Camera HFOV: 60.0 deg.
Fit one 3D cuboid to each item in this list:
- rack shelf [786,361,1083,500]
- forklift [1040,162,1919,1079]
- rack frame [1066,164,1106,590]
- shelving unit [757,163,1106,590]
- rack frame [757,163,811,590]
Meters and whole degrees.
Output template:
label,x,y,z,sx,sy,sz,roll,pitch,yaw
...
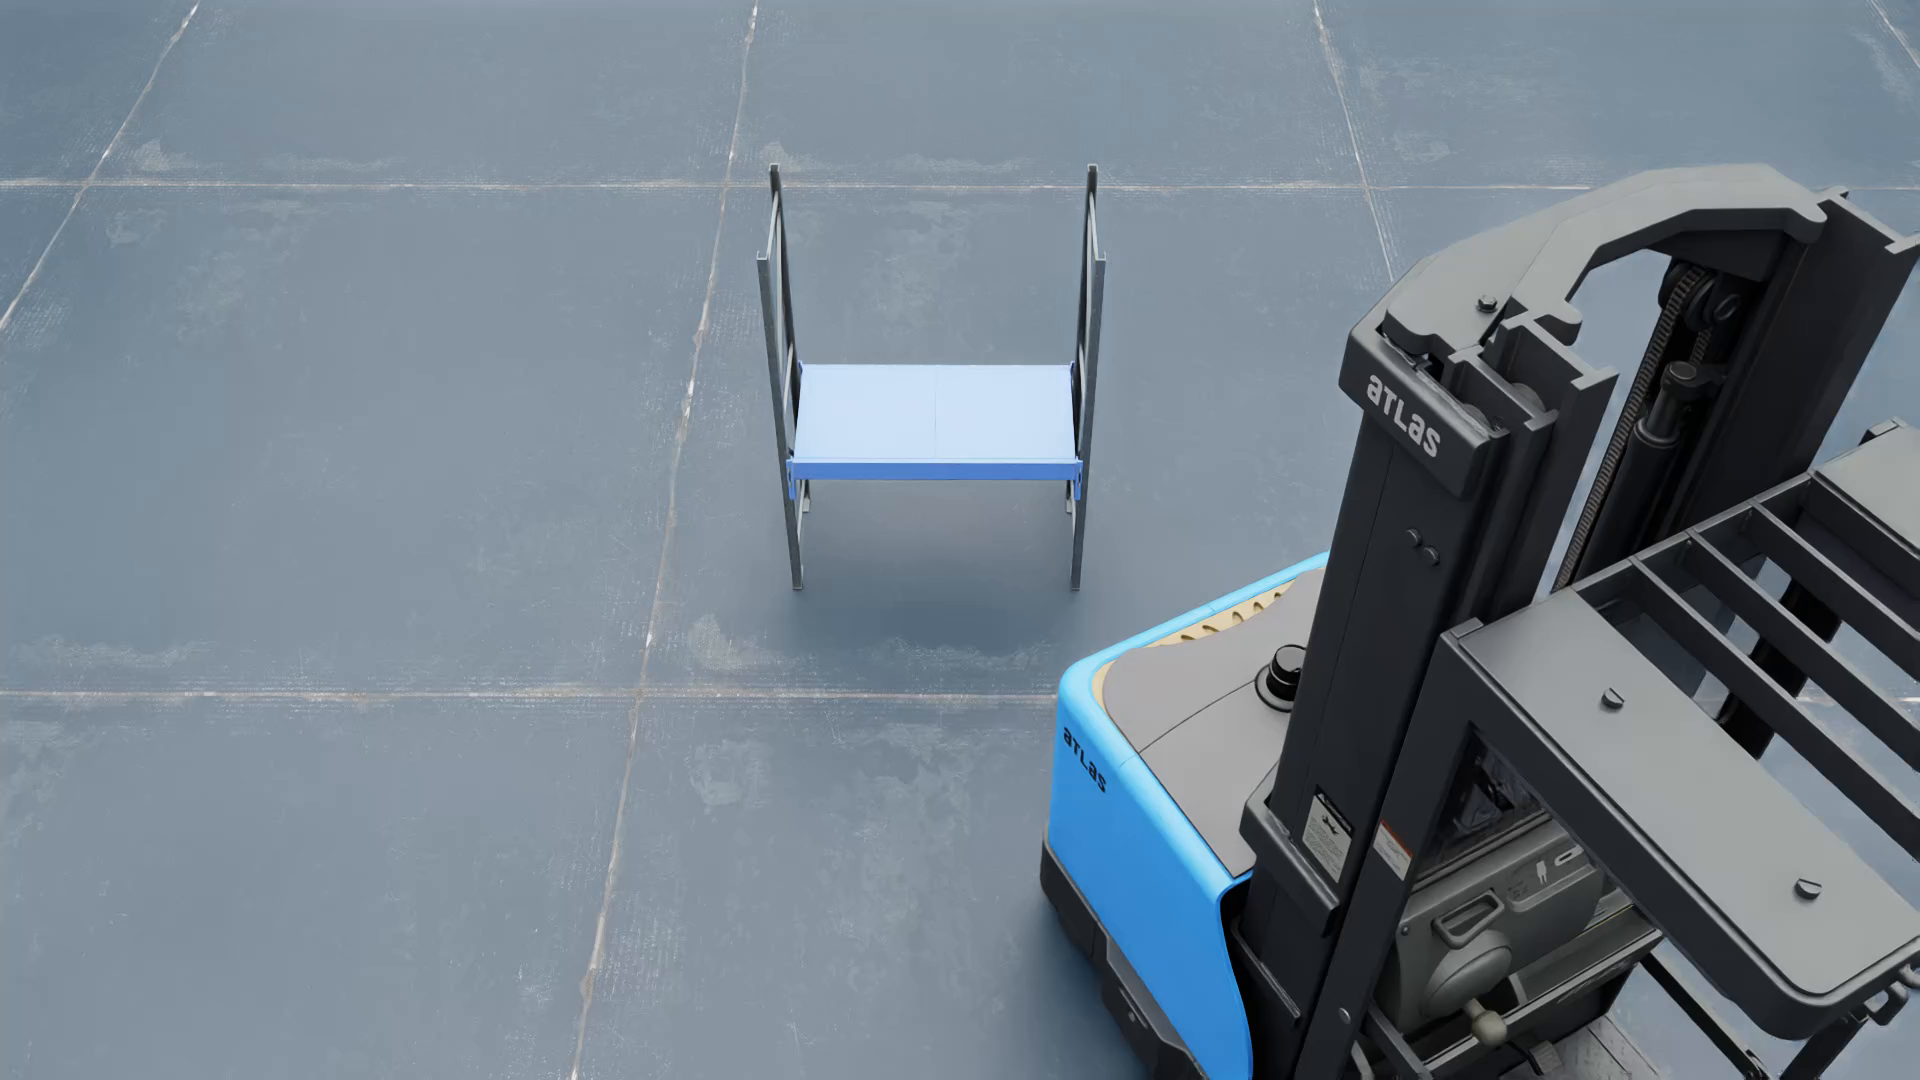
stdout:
label,x,y,z,sx,sy,sz,roll,pitch,yaw
rack shelf,-0.085,-0.389,5.833,1.000,0.185,0.538,0,47,0
forklift,1.403,0.857,3.450,1.130,2.935,3.031,-22,51,-19
rack frame,0.423,-0.510,5.700,0.032,1.500,0.500,0,47,0
shelving unit,-0.085,-0.511,5.701,1.048,1.500,0.538,0,47,0
rack frame,-0.594,-0.513,5.703,0.032,1.500,0.500,0,47,0
